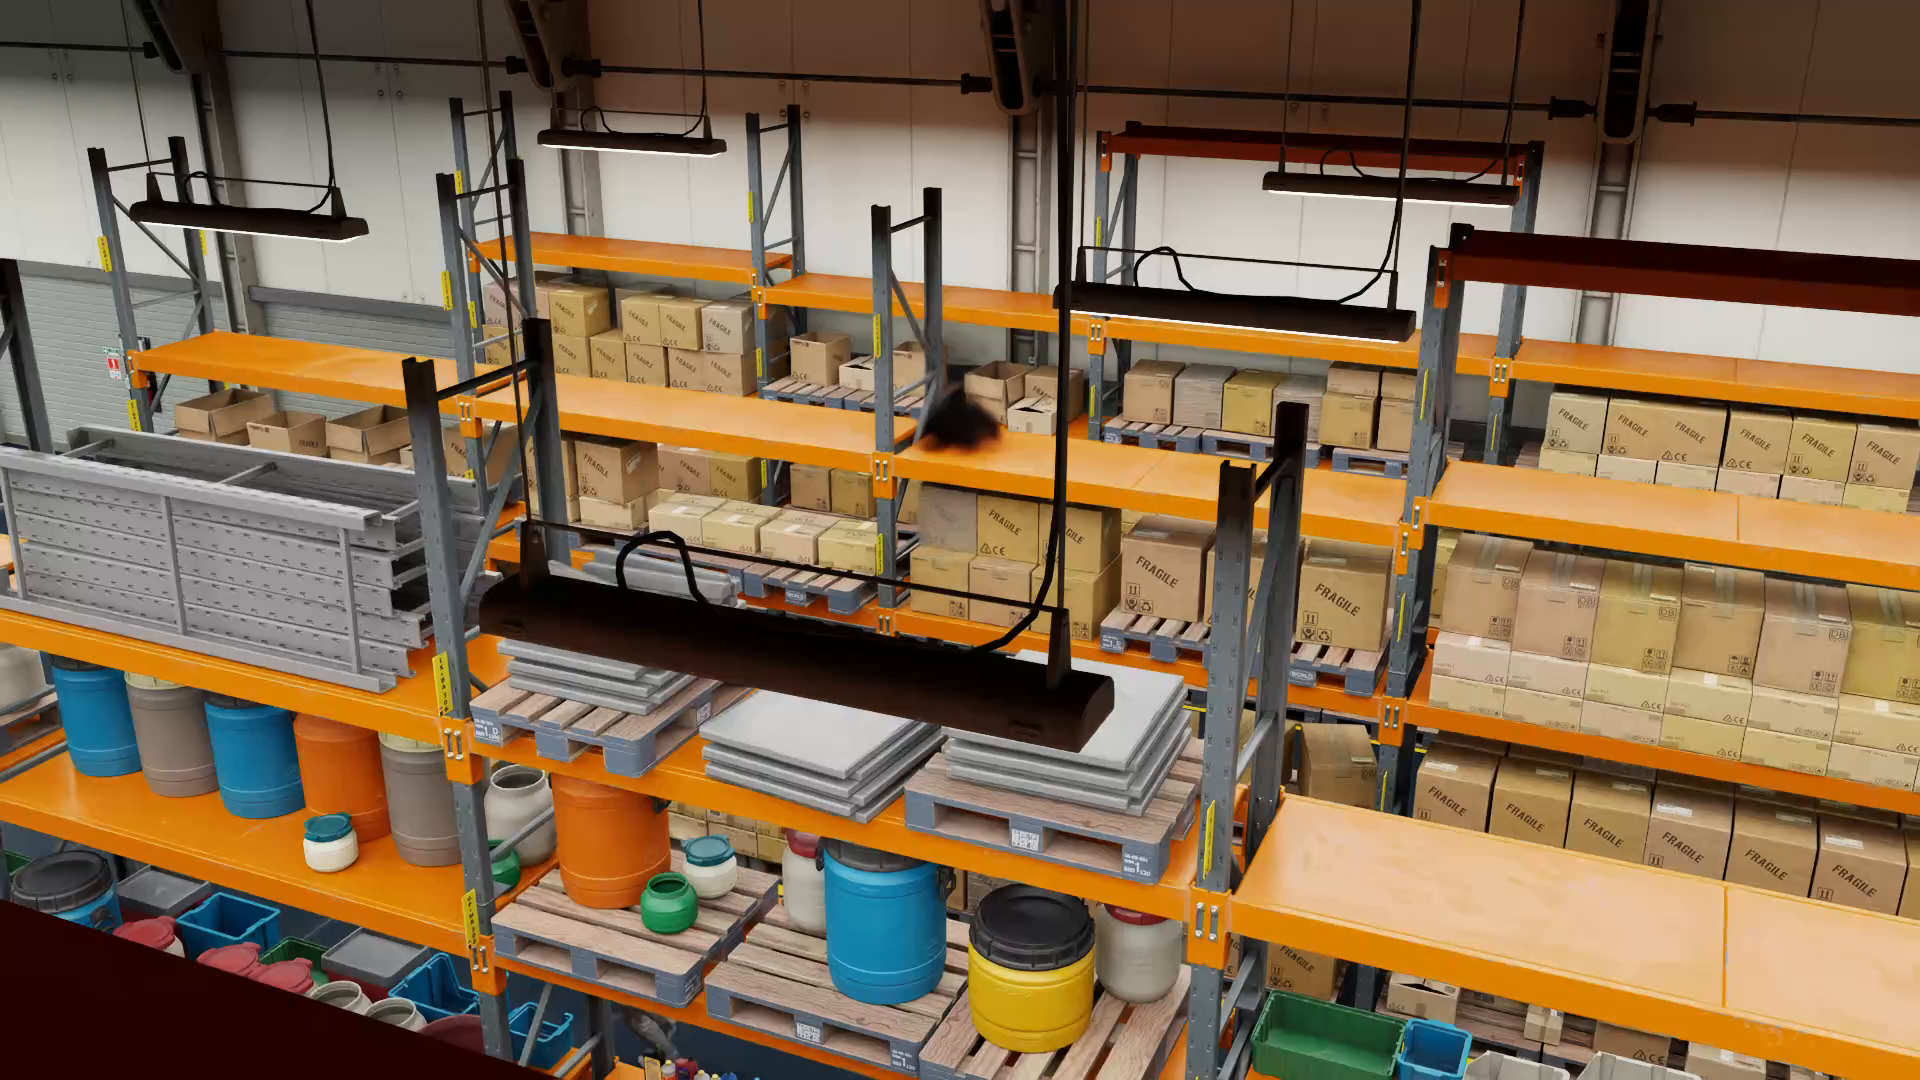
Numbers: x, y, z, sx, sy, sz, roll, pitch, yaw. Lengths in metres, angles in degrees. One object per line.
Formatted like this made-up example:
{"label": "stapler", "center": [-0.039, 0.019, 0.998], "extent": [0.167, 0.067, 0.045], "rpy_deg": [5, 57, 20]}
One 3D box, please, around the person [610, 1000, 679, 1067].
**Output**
{"label": "person", "center": [-2.423, 3.101, 12.047], "extent": [0.713, 1.685, 0.668], "rpy_deg": [2, 21, 6]}
